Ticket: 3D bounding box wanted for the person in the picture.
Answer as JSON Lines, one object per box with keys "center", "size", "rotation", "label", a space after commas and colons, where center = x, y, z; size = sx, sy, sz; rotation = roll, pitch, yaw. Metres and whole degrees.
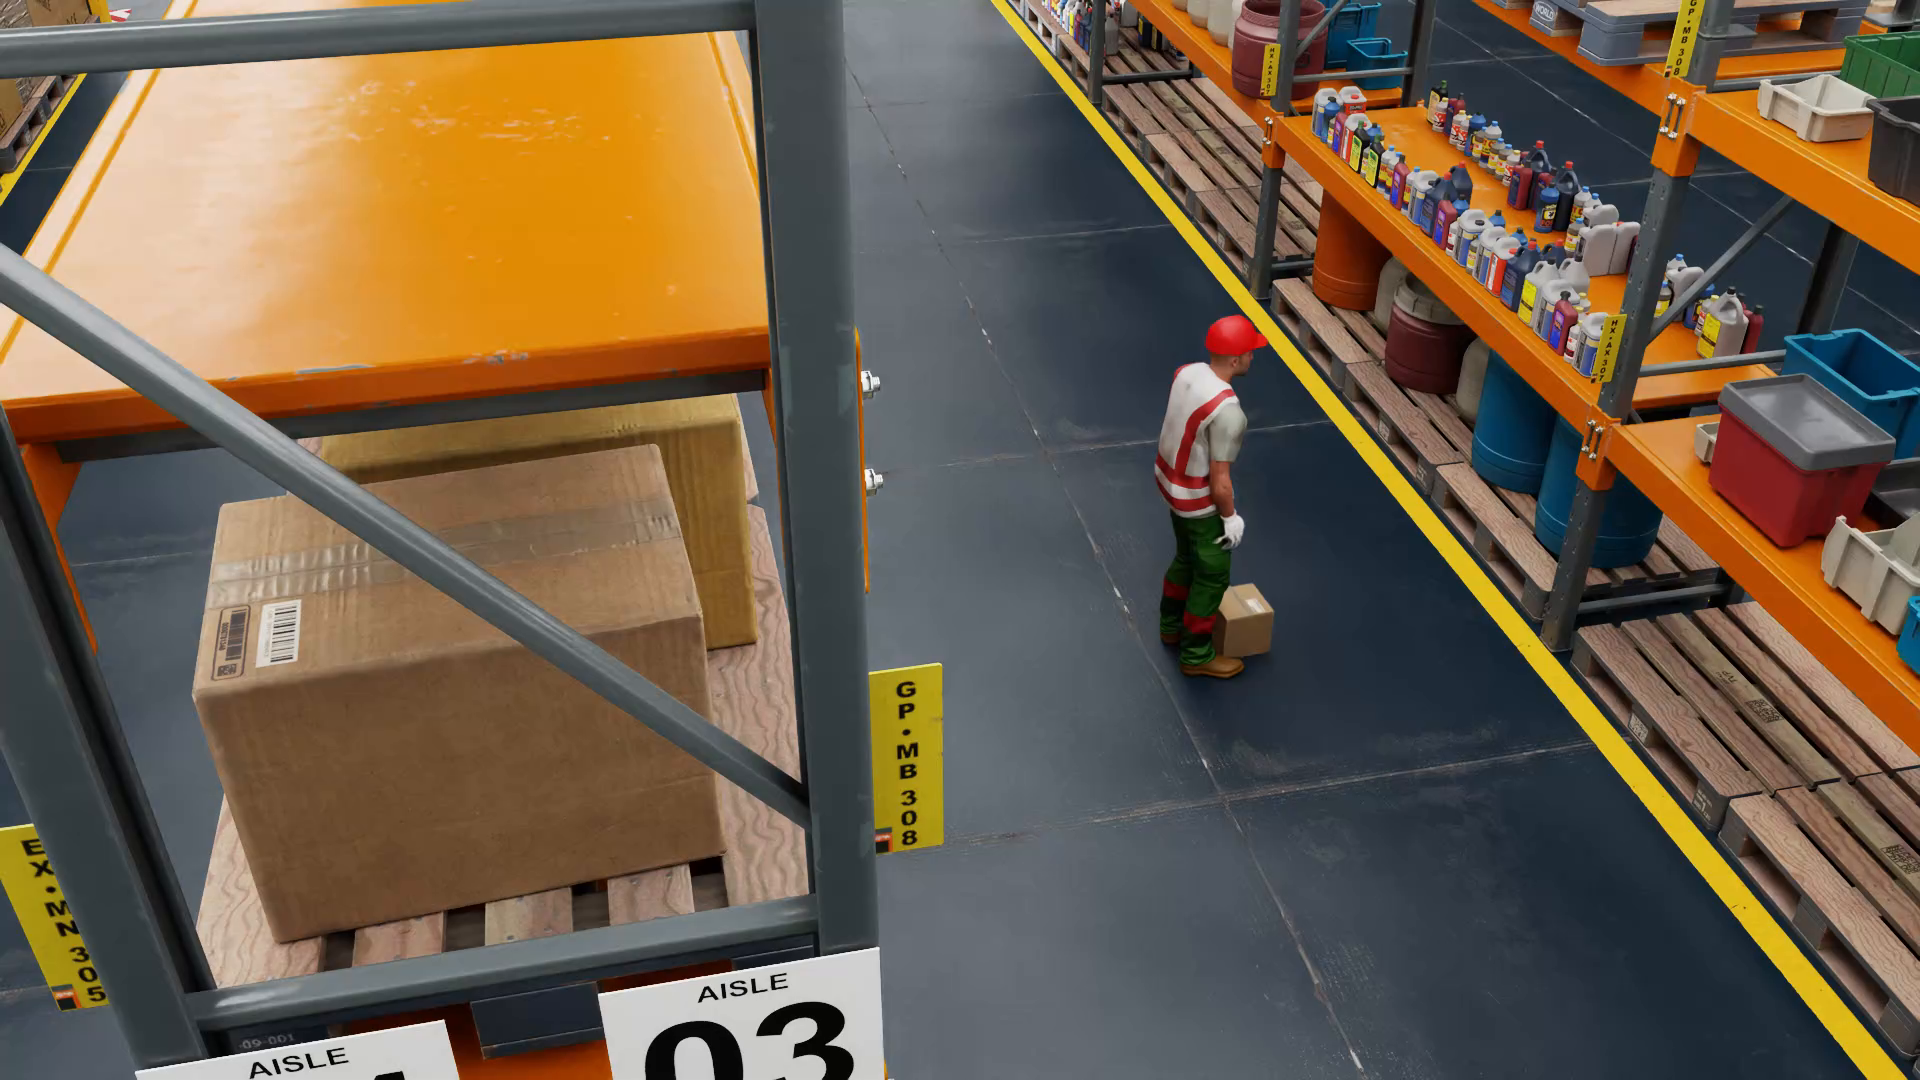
{"center": [1.133, -0.204, 7.648], "size": [0.449, 1.778, 0.595], "rotation": [-8, 35, -12], "label": "person"}
